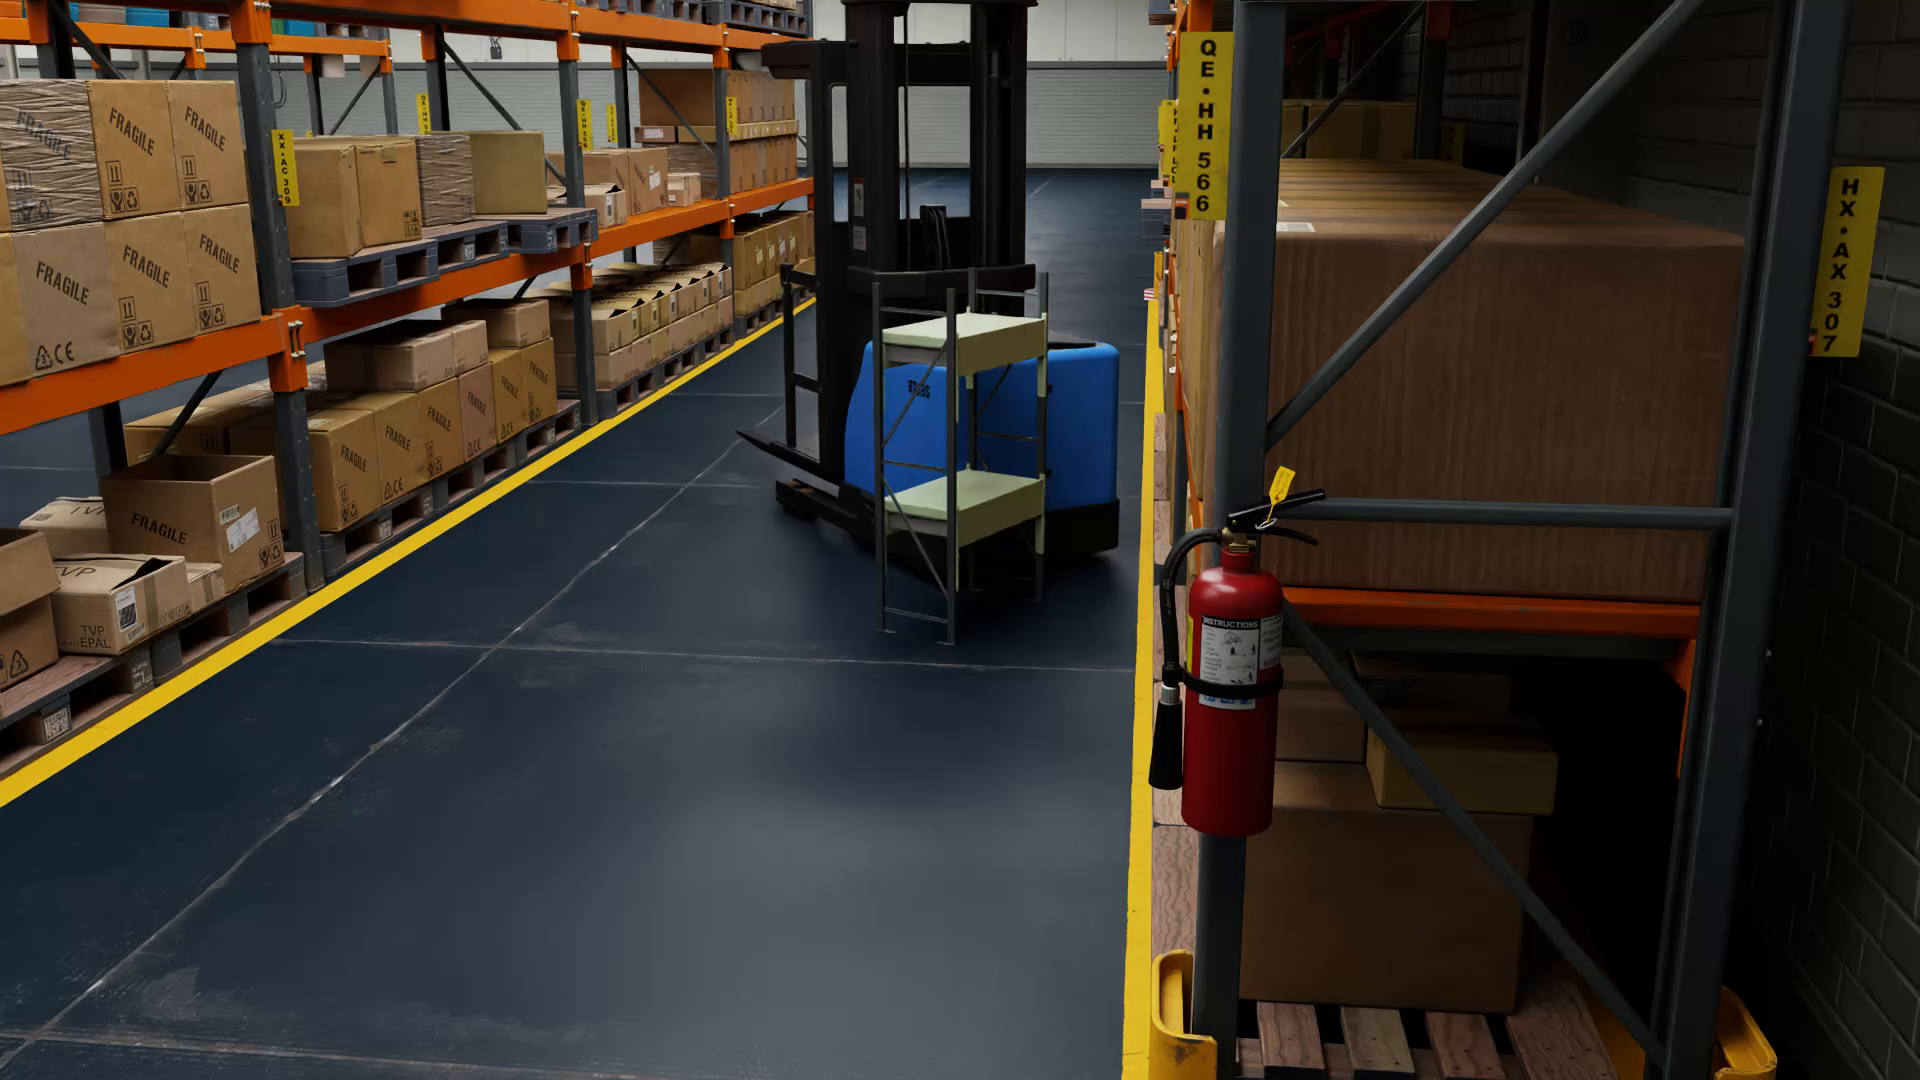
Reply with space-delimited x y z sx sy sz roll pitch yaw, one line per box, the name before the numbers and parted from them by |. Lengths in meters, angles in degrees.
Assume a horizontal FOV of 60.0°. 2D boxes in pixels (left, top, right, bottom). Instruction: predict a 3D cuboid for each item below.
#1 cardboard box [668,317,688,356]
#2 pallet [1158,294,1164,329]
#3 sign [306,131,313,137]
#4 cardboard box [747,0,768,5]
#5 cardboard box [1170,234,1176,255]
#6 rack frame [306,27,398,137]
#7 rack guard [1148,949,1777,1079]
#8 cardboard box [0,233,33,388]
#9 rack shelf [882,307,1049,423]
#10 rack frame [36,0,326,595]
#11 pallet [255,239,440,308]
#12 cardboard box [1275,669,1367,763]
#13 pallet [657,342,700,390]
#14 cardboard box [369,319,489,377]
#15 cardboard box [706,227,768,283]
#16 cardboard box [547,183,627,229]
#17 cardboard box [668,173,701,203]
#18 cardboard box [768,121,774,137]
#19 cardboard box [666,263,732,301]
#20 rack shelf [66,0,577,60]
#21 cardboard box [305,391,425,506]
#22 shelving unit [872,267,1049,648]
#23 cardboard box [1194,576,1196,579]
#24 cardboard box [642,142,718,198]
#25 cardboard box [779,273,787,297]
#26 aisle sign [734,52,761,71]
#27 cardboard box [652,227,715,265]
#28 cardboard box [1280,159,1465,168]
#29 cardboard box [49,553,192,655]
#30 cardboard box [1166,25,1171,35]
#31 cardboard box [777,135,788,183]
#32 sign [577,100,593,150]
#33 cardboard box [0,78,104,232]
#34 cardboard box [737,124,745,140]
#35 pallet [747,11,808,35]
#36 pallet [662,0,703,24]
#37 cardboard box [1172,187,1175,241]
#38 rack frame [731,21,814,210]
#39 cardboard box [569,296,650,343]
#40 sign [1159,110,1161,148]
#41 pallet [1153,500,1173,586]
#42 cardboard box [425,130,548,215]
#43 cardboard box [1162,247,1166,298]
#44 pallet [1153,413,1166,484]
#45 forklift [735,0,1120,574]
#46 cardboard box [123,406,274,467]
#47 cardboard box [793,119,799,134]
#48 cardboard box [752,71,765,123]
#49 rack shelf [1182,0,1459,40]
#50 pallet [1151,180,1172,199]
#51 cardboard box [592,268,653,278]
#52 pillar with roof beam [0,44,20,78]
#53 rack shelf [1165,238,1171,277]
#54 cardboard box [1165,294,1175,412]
cardboard box | -2.527 -1.663 13.528 0.500 0.250 0.500 2 15 7
pallet | 2.505 -2.301 16.766 1.003 0.211 1.213 2 15 6
sign | -7.609 -4.635 19.525 0.100 0.325 0.005 2 15 6
cardboard box | -2.282 -5.491 16.205 0.797 0.503 0.637 3 16 12
cardboard box | 1.459 -1.795 9.997 0.380 0.149 0.250 2 15 8
rack frame | -7.063 -4.484 19.497 1.000 3.000 0.127 2 15 6
rack guard | 0.972 1.171 3.374 1.175 0.500 0.348 2 15 6
cardboard box | -3.465 -0.736 5.447 0.500 0.500 0.500 2 15 7
rack shelf | 0.012 -0.759 7.102 0.431 0.370 0.720 10 18 32
rack frame | -3.496 -1.224 7.444 1.000 3.000 0.127 2 15 6
pallet | -3.297 -1.336 8.223 1.003 0.211 1.213 2 15 6
cardboard box | 0.788 0.426 4.083 0.380 0.149 0.250 2 15 6
pallet | -2.773 -1.444 13.597 1.003 0.211 1.213 2 15 6
cardboard box | -3.030 -1.100 9.492 0.500 0.250 0.500 1 15 5
cardboard box | -2.181 -2.778 16.214 0.500 0.500 0.500 2 15 6
cardboard box | -2.751 -2.445 12.129 0.500 0.311 0.500 2 15 6
cardboard box | -2.605 -3.098 14.660 0.500 0.250 0.500 3 15 10
cardboard box | -2.140 -4.258 17.227 0.380 0.149 0.250 2 15 8
cardboard box | -2.354 -2.332 14.928 0.500 0.311 0.500 2 15 6
rack shelf | -3.270 -2.844 9.064 1.077 0.370 4.000 2 15 6
cardboard box | -3.150 -0.487 8.663 0.500 0.500 0.500 2 15 7
shelving unit | 0.012 -0.383 7.204 0.431 1.500 0.755 10 18 32
cardboard box | 1.120 0.379 5.499 0.700 0.500 0.500 2 15 8
cardboard box | -2.549 -3.463 15.530 0.700 0.500 0.500 1 15 5
cardboard box | -2.066 -2.675 17.271 0.500 0.250 0.500 2 15 6
aisle sign | -2.439 -5.618 18.711 0.394 0.787 0.004 2 15 6
cardboard box | -2.690 -2.793 16.270 0.500 0.500 0.500 2 15 6
cardboard box | 1.349 -1.084 6.350 0.980 0.700 0.700 2 15 7
cardboard box | -3.363 0.212 6.440 0.500 0.311 0.500 2 15 6
cardboard box | 2.344 -5.345 16.707 0.500 0.500 0.500 2 15 9
cardboard box | -2.262 -4.128 17.990 0.700 0.500 0.500 2 15 8
sign | -2.504 -2.769 11.089 0.100 0.325 0.005 2 15 6
cardboard box | -3.408 -1.353 5.812 0.500 0.500 0.500 2 15 7
cardboard box | -2.287 -3.925 15.996 0.380 0.149 0.250 2 15 6
pallet | -2.247 -5.559 17.898 1.003 0.211 1.213 2 15 6
pallet | -2.680 -4.426 13.903 0.805 0.209 1.217 1 15 4
cardboard box | 1.443 -1.936 9.275 0.500 0.500 0.500 2 15 6
rack frame | -2.142 -4.337 18.954 1.000 3.000 0.127 2 15 6
cardboard box | -2.643 -1.672 12.486 0.500 0.311 0.500 1 15 5
sign | 1.789 -3.586 14.520 0.100 0.325 0.005 2 15 6
pallet | 1.439 0.064 8.020 1.003 0.211 1.213 2 15 6
cardboard box | -3.004 -2.346 10.596 0.700 0.500 0.500 -3 16 -13
cardboard box | 2.416 -2.684 16.788 0.700 0.500 0.500 1 15 3
pallet | 1.714 -0.569 10.360 1.003 0.211 1.213 2 15 6
forklift | -0.370 -1.588 8.918 1.130 2.935 3.031 -8 17 -28
cardboard box | -3.725 -0.367 8.217 0.500 0.500 0.500 2 15 6
cardboard box | -1.996 -4.593 18.469 0.380 0.149 0.250 1 15 5
cardboard box | -2.380 -4.480 16.805 0.700 0.500 0.500 2 15 6
rack shelf | 1.201 -1.661 4.692 1.077 0.370 4.000 2 15 6
pallet | 2.098 -2.868 13.889 1.003 0.211 1.213 2 15 6
cardboard box | -2.949 -2.216 14.499 0.500 0.311 0.500 2 15 6
pillar with roof beam | -20.752 -13.906 42.851 9.100 9.000 0.400 2 15 6
rack shelf | 2.104 -2.288 12.757 1.077 0.370 4.000 2 15 6
cardboard box | 1.665 -1.095 10.279 0.750 0.750 0.750 1 15 6
